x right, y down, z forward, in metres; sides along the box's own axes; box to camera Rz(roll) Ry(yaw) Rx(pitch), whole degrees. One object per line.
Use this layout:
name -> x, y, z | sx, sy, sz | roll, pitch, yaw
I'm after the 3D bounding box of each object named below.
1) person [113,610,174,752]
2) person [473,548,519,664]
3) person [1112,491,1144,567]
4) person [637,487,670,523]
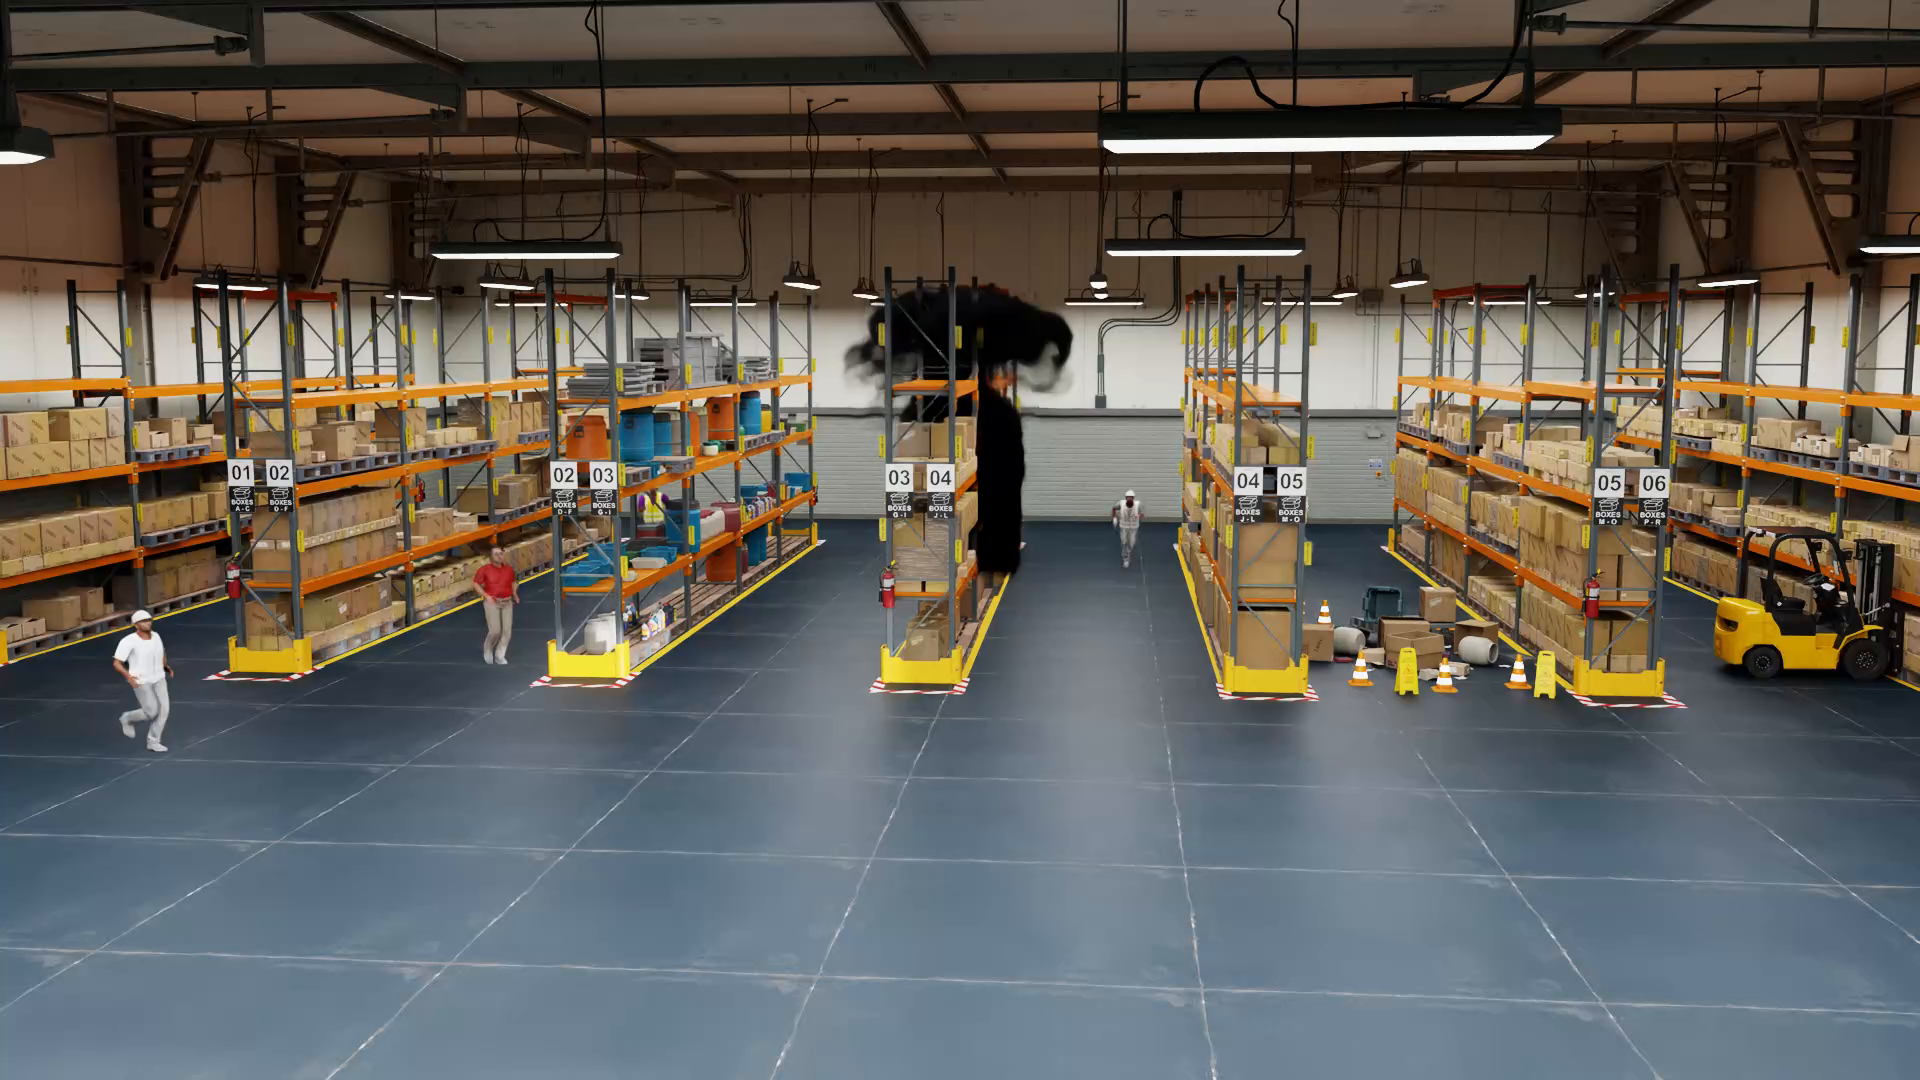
person -> -9.914, 1.708, 20.242 | 0.623, 1.726, 0.707 | 3, 8, 25
person -> -6.696, 0.961, 24.107 | 0.648, 1.715, 0.545 | -6, 9, -39
person -> 3.679, -0.243, 36.314 | 0.668, 1.701, 0.722 | 0, 7, -1
person -> -6.515, -0.378, 35.354 | 0.677, 1.794, 0.744 | 0, 7, 0
